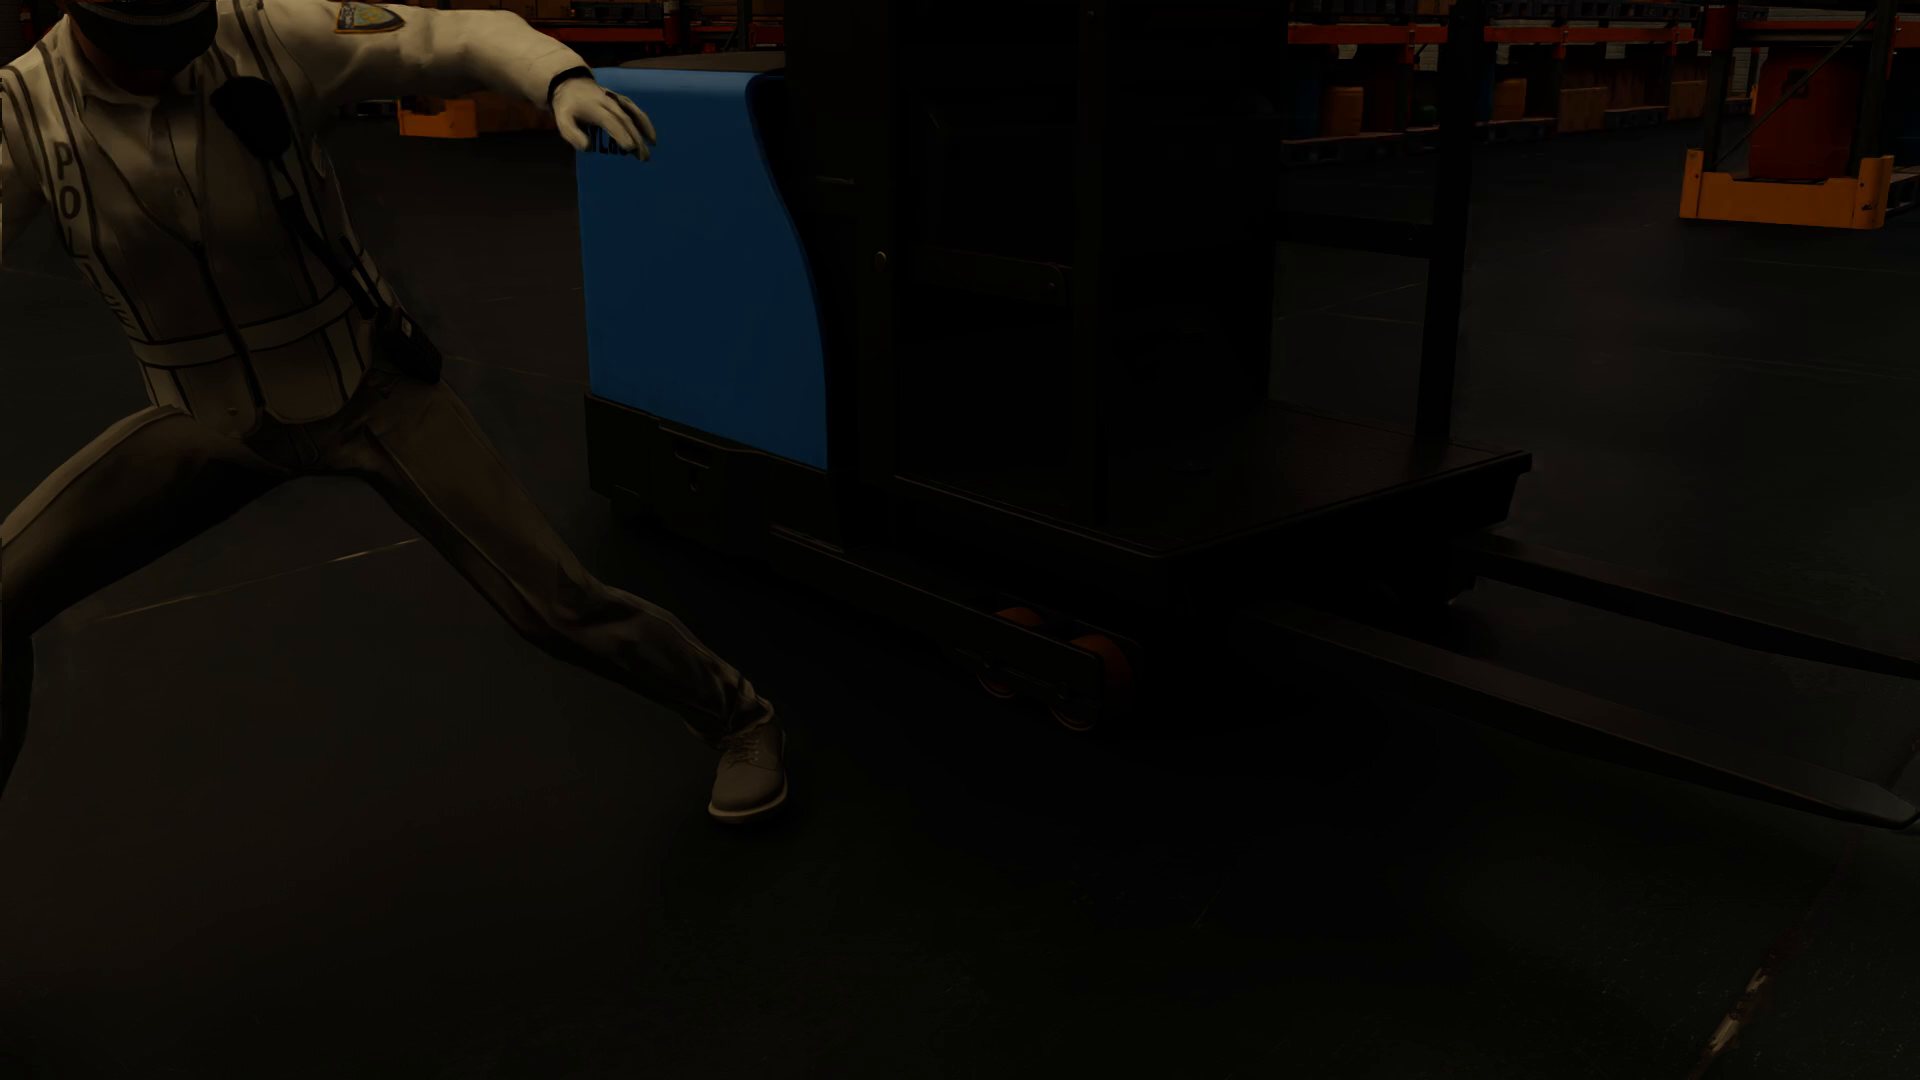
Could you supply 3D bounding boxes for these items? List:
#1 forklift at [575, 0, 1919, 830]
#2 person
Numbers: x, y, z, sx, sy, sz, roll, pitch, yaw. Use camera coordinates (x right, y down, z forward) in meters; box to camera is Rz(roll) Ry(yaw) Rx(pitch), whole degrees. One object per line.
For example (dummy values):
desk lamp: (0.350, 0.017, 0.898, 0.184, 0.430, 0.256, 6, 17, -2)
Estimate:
forklift: (0.419, -1.238, 2.973, 1.130, 2.935, 3.031, -14, 22, -38)
person: (-0.874, -0.165, 2.134, 1.250, 1.363, 0.804, -1, 17, -4)
